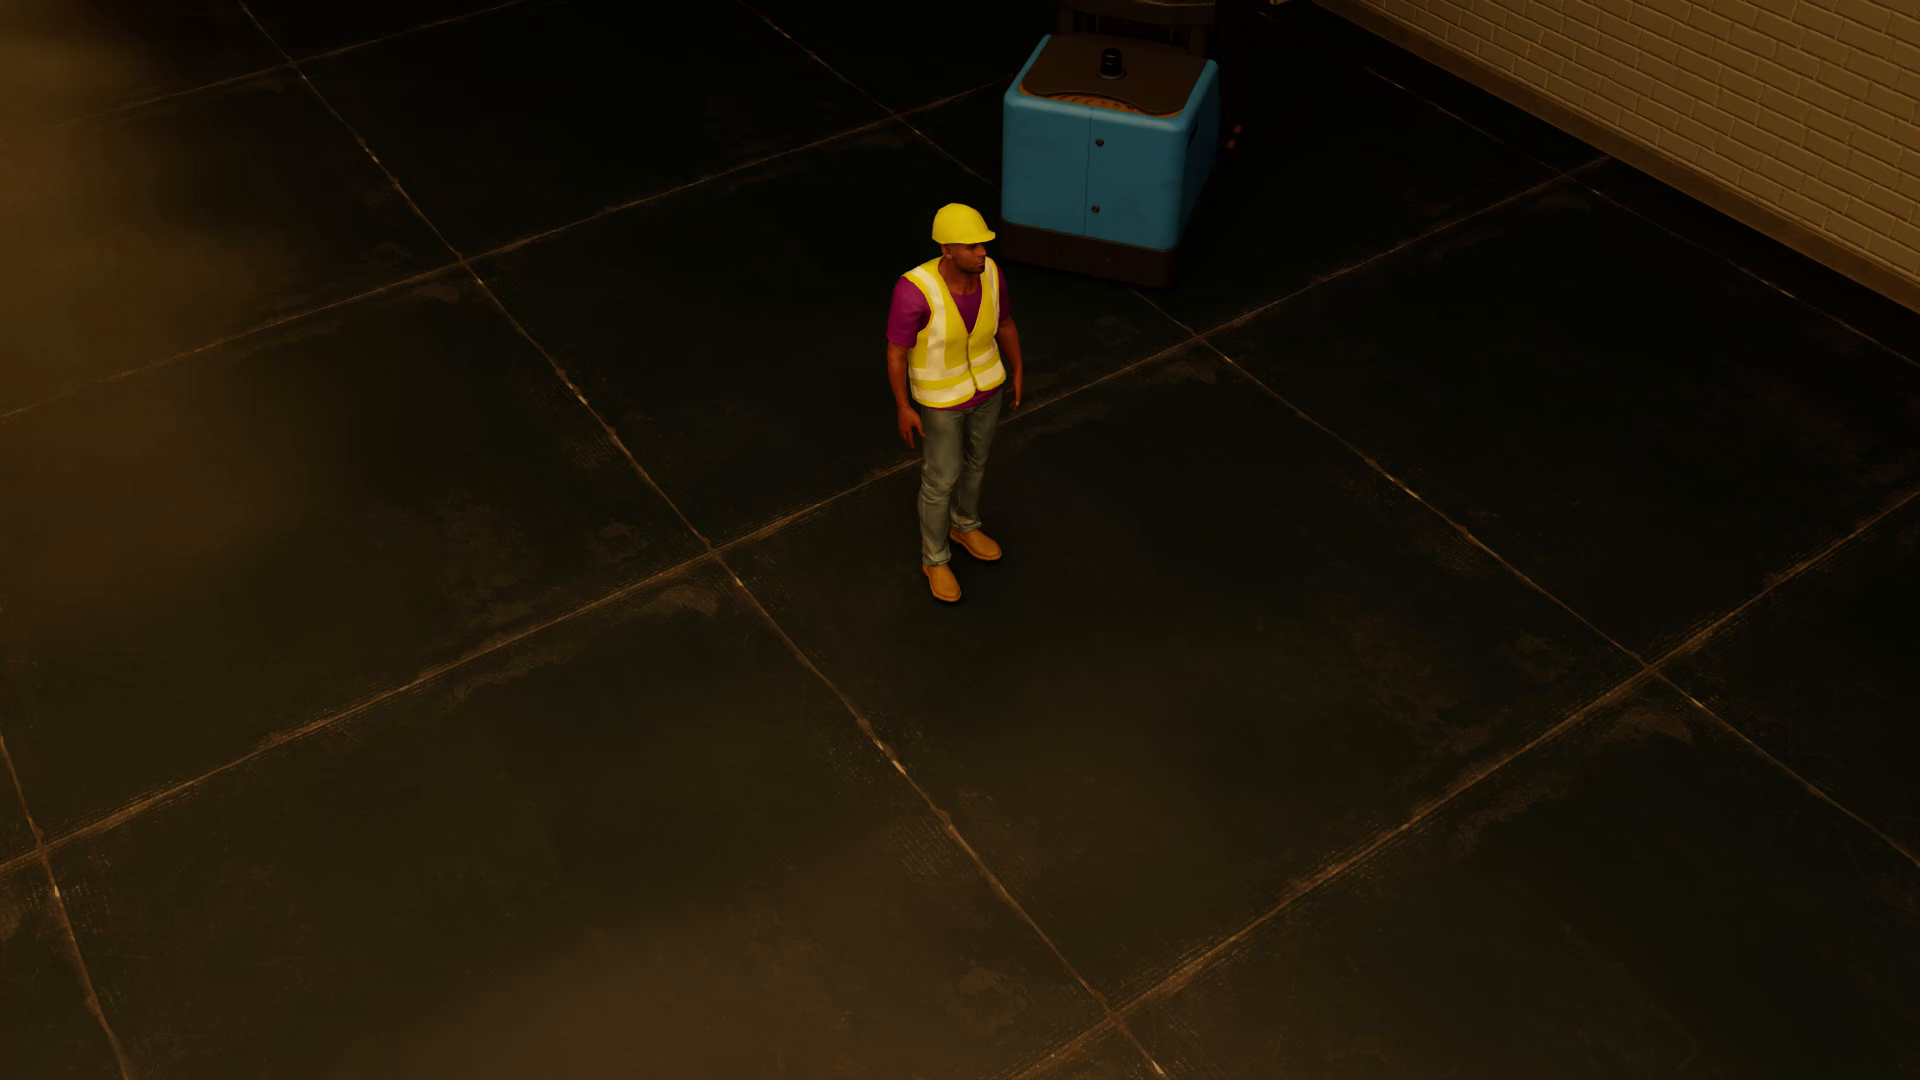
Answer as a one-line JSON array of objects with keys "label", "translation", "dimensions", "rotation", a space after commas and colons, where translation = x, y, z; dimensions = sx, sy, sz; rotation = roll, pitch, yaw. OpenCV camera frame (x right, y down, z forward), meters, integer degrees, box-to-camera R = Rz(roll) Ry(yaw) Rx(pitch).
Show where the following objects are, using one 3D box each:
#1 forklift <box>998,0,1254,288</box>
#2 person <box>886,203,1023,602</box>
[{"label": "forklift", "translation": [1.178, -3.502, 9.515], "dimensions": [1.130, 2.935, 3.031], "rotation": [13, 44, 14]}, {"label": "person", "translation": [0.035, -0.614, 7.231], "dimensions": [0.666, 1.765, 0.577], "rotation": [-25, 48, -25]}]
